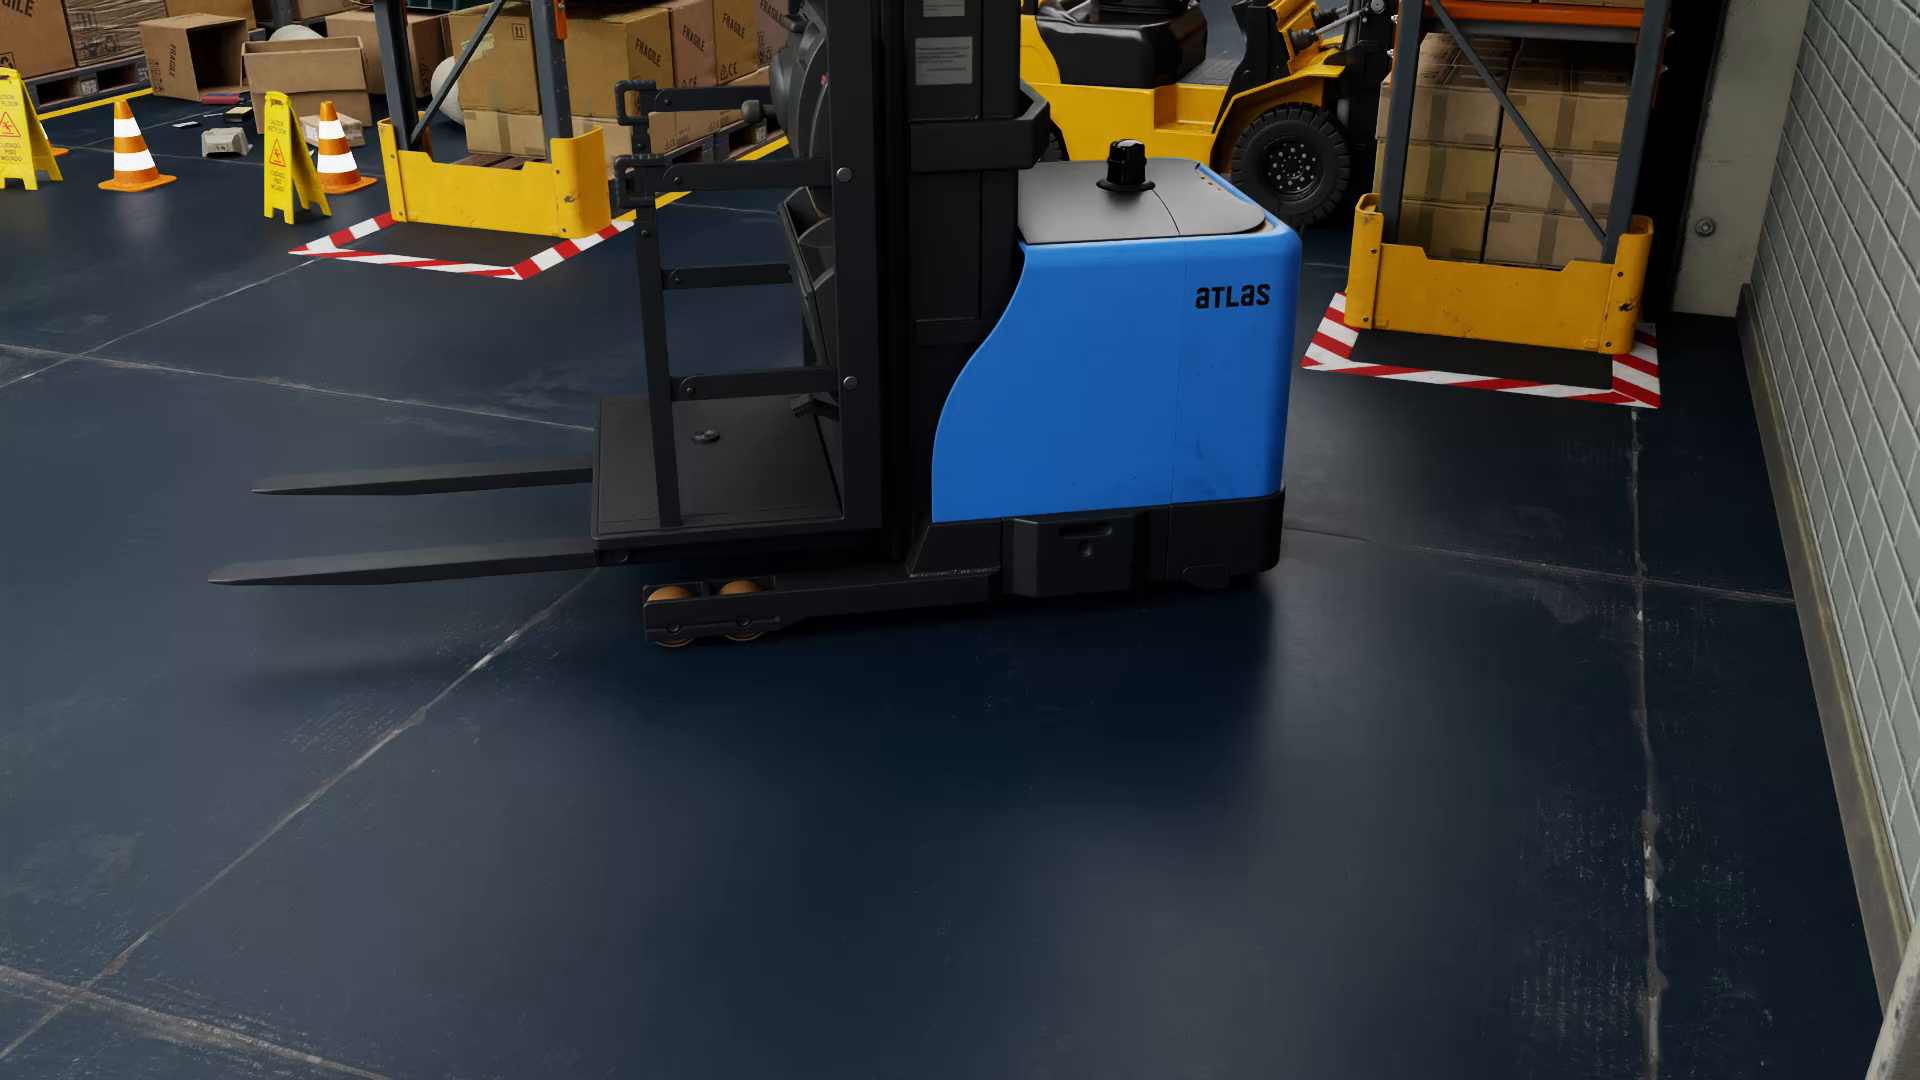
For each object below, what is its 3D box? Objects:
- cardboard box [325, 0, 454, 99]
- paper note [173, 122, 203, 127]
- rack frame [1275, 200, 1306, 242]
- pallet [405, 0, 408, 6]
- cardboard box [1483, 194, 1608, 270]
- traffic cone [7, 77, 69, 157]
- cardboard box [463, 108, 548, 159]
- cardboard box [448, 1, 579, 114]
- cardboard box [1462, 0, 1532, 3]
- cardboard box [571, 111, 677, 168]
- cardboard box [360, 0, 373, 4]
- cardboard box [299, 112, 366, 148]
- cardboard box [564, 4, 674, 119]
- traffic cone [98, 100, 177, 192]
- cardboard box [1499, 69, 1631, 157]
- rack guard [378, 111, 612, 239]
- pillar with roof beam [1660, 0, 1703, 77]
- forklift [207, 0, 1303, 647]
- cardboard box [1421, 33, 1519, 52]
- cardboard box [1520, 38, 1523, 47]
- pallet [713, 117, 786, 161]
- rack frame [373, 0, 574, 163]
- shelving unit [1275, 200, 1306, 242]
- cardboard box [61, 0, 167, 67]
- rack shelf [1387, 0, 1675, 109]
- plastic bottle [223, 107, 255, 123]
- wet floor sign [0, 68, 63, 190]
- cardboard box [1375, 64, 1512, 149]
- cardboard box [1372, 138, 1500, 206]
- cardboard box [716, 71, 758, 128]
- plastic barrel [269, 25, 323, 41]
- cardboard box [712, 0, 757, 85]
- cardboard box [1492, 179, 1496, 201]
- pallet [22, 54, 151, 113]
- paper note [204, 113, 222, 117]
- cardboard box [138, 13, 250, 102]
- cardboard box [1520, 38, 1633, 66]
[{"bbox_3d":[-3.923,-3.397,11.532,0.797,0.637,0.503,9,27,17],"label":"cardboard box"},{"bbox_3d":[-5.016,-2.705,10.804,0.144,0.017,0.142,20,32,35],"label":"paper note"},{"bbox_3d":[1.044,-0.671,5.604,0.006,0.900,0.240,0,25,-12],"label":"rack frame"},{"bbox_3d":[-5.204,-4.881,15.088,1.003,0.211,1.213,9,27,17],"label":"pallet"},{"bbox_3d":[2.607,-1.391,7.355,0.500,0.250,0.500,9,27,18],"label":"cardboard box"},{"bbox_3d":[-5.609,-2.532,9.947,0.336,0.463,0.334,9,27,17],"label":"traffic cone"},{"bbox_3d":[-2.400,-2.317,9.267,0.500,0.250,0.500,9,27,17],"label":"cardboard box"},{"bbox_3d":[-2.403,-2.641,9.075,0.500,0.500,0.500,9,27,18],"label":"cardboard box"},{"bbox_3d":[2.175,-2.552,6.963,0.500,0.500,0.500,8,27,16],"label":"cardboard box"},{"bbox_3d":[-1.894,-2.228,9.082,0.500,0.250,0.500,9,27,17],"label":"cardboard box"},{"bbox_3d":[-5.347,-5.145,14.534,1.050,0.750,0.750,9,27,17],"label":"cardboard box"},{"bbox_3d":[-3.892,-2.533,10.311,0.250,0.149,0.380,-20,33,-36],"label":"cardboard box"},{"bbox_3d":[-1.887,-2.575,8.939,0.500,0.500,0.500,8,27,16],"label":"cardboard box"},{"bbox_3d":[-4.657,-2.228,9.320,0.336,0.463,0.334,9,27,17],"label":"traffic cone"},{"bbox_3d":[2.597,-1.838,7.130,0.500,0.250,0.500,8,27,17],"label":"cardboard box"},{"bbox_3d":[-2.398,-1.891,8.582,1.175,0.500,0.348,9,27,17],"label":"rack guard"},{"bbox_3d":[1.277,-8.212,11.884,9.100,9.000,0.400,9,27,17],"label":"pillar with roof beam"},{"bbox_3d":[-0.614,-1.270,4.509,3.031,2.935,1.130,-5,26,-9],"label":"forklift"},{"bbox_3d":[2.441,-2.322,8.129,0.500,0.250,0.500,9,27,18],"label":"cardboard box"},{"bbox_3d":[2.799,-2.744,9.000,0.500,0.250,0.500,10,27,19],"label":"cardboard box"},{"bbox_3d":[-1.687,-2.589,10.356,1.003,0.211,1.213,9,27,17],"label":"pallet"},{"bbox_3d":[-2.423,-2.985,7.972,1.000,3.000,0.127,9,27,17],"label":"rack frame"},{"bbox_3d":[0.944,-0.670,5.584,0.210,0.900,0.258,0,25,-12],"label":"shelving unit"},{"bbox_3d":[-6.365,-3.918,11.857,0.875,0.875,0.875,9,27,18],"label":"cardboard box"},{"bbox_3d":[2.924,-2.765,8.343,1.077,0.370,4.000,9,27,17],"label":"rack shelf"},{"bbox_3d":[-4.759,-2.822,11.009,0.133,0.061,0.283,0,26,-1],"label":"plastic bottle"},{"bbox_3d":[-5.267,-2.302,9.265,0.267,0.644,0.232,4,26,8],"label":"wet floor sign"},{"bbox_3d":[2.118,-1.902,7.263,0.500,0.250,0.500,10,27,19],"label":"cardboard box"},{"bbox_3d":[2.126,-1.688,7.394,0.500,0.250,0.500,8,27,17],"label":"cardboard box"},{"bbox_3d":[-1.547,-2.662,9.980,0.500,0.250,0.500,11,28,21],"label":"cardboard box"},{"bbox_3d":[-4.725,-3.457,11.903,0.421,0.421,0.512,-14,29,-27],"label":"plastic barrel"},{"bbox_3d":[-1.542,-2.995,9.807,0.500,0.500,0.500,9,27,18],"label":"cardboard box"},{"bbox_3d":[2.292,-1.660,7.909,0.500,0.250,0.500,9,27,17],"label":"cardboard box"},{"bbox_3d":[-6.525,-3.246,11.711,1.003,0.211,1.213,9,27,17],"label":"pallet"},{"bbox_3d":[-4.984,-2.837,11.098,0.123,0.001,0.032,-20,33,-36],"label":"paper note"},{"bbox_3d":[-5.343,-3.394,11.683,0.500,0.500,0.500,14,29,26],"label":"cardboard box"},{"bbox_3d":[2.937,-2.248,7.976,0.500,0.250,0.500,9,27,17],"label":"cardboard box"}]
